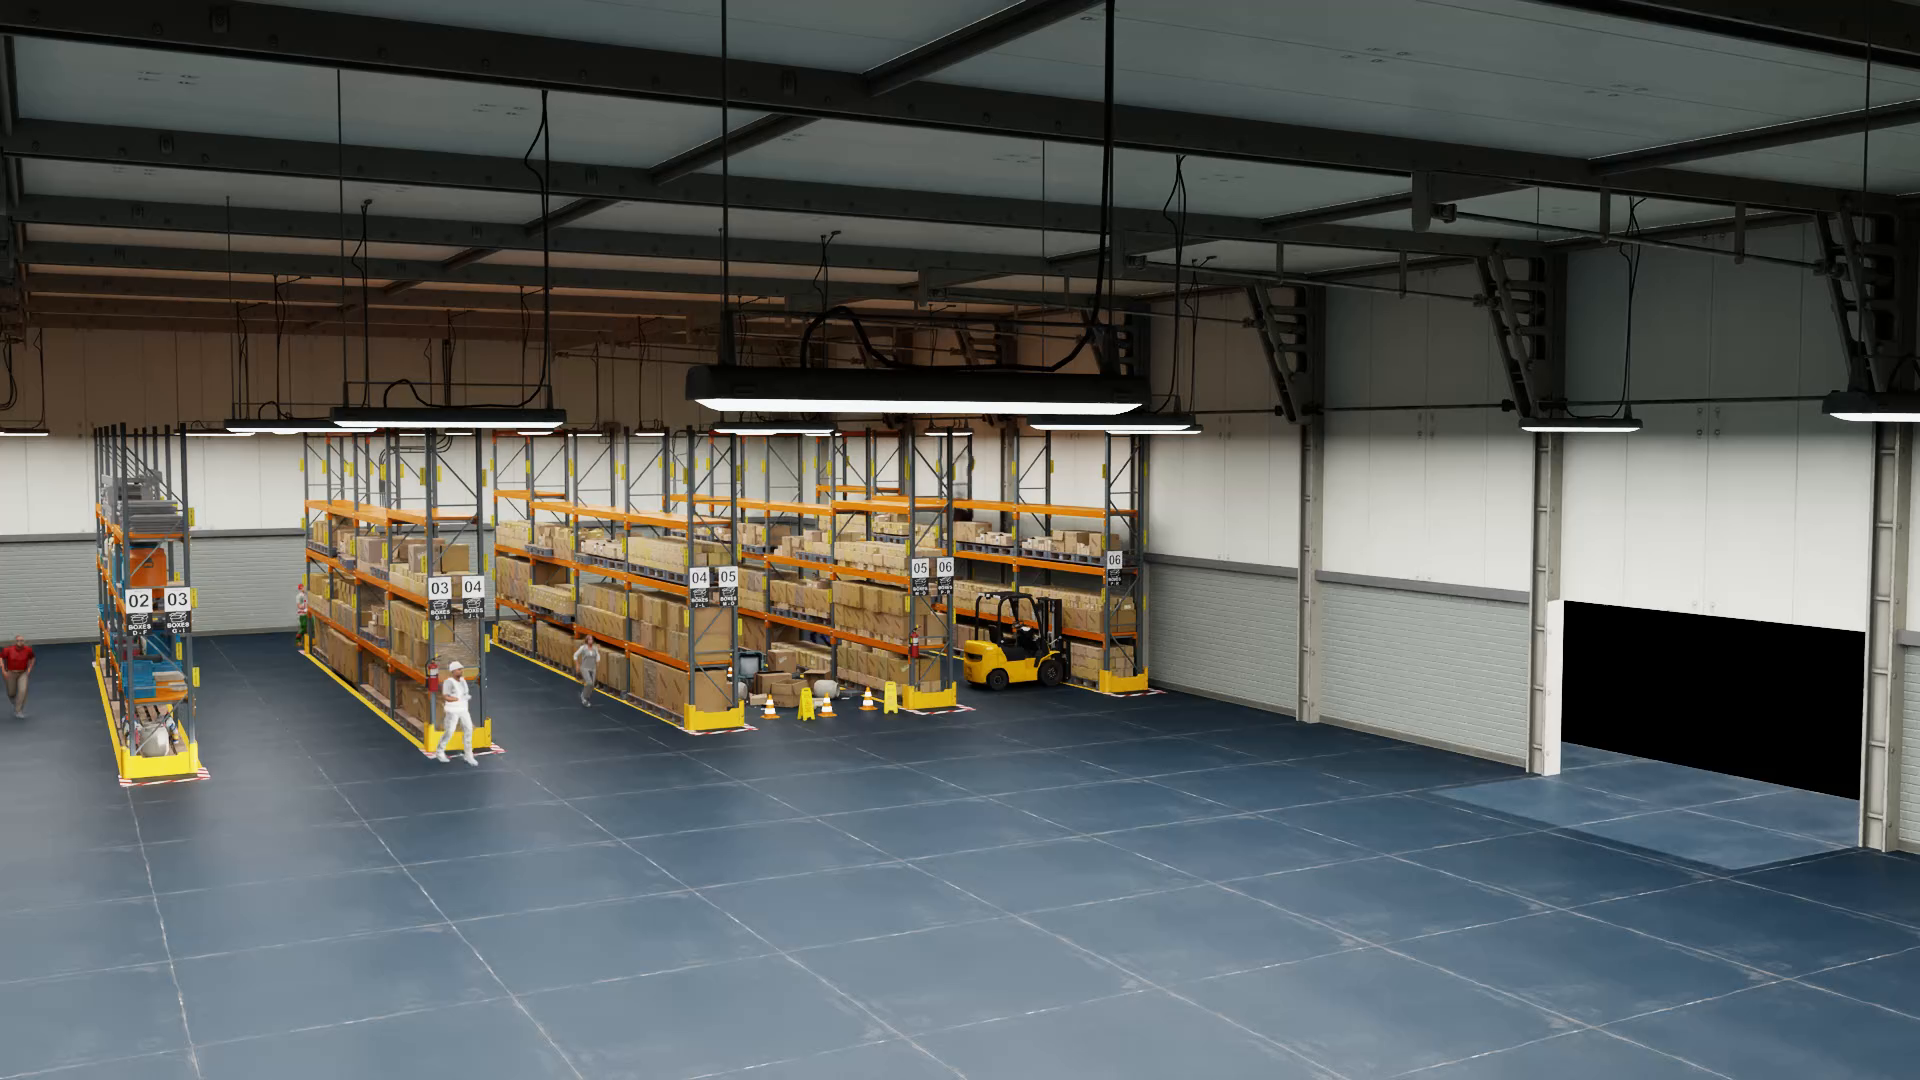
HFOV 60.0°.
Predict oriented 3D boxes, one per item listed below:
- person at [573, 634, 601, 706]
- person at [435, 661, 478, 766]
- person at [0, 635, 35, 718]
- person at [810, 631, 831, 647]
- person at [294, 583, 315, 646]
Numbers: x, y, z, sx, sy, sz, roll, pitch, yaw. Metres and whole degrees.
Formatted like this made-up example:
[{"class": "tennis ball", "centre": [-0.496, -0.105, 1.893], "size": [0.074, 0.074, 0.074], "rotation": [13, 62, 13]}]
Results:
[{"class": "person", "centre": [-7.896, 2.782, 35.383], "size": [0.509, 1.552, 0.688], "rotation": [-3, 4, -37]}, {"class": "person", "centre": [-8.858, 2.981, 29.214], "size": [0.751, 1.700, 0.686], "rotation": [1, 4, 21]}, {"class": "person", "centre": [-19.576, 2.819, 34.534], "size": [0.675, 1.718, 0.853], "rotation": [-3, 4, -37]}, {"class": "person", "centre": [-3.779, 2.226, 44.500], "size": [0.620, 1.627, 0.830], "rotation": [-2, 4, -34]}, {"class": "person", "centre": [-18.082, 2.062, 45.971], "size": [0.671, 1.759, 0.672], "rotation": [0, 3, 7]}]
